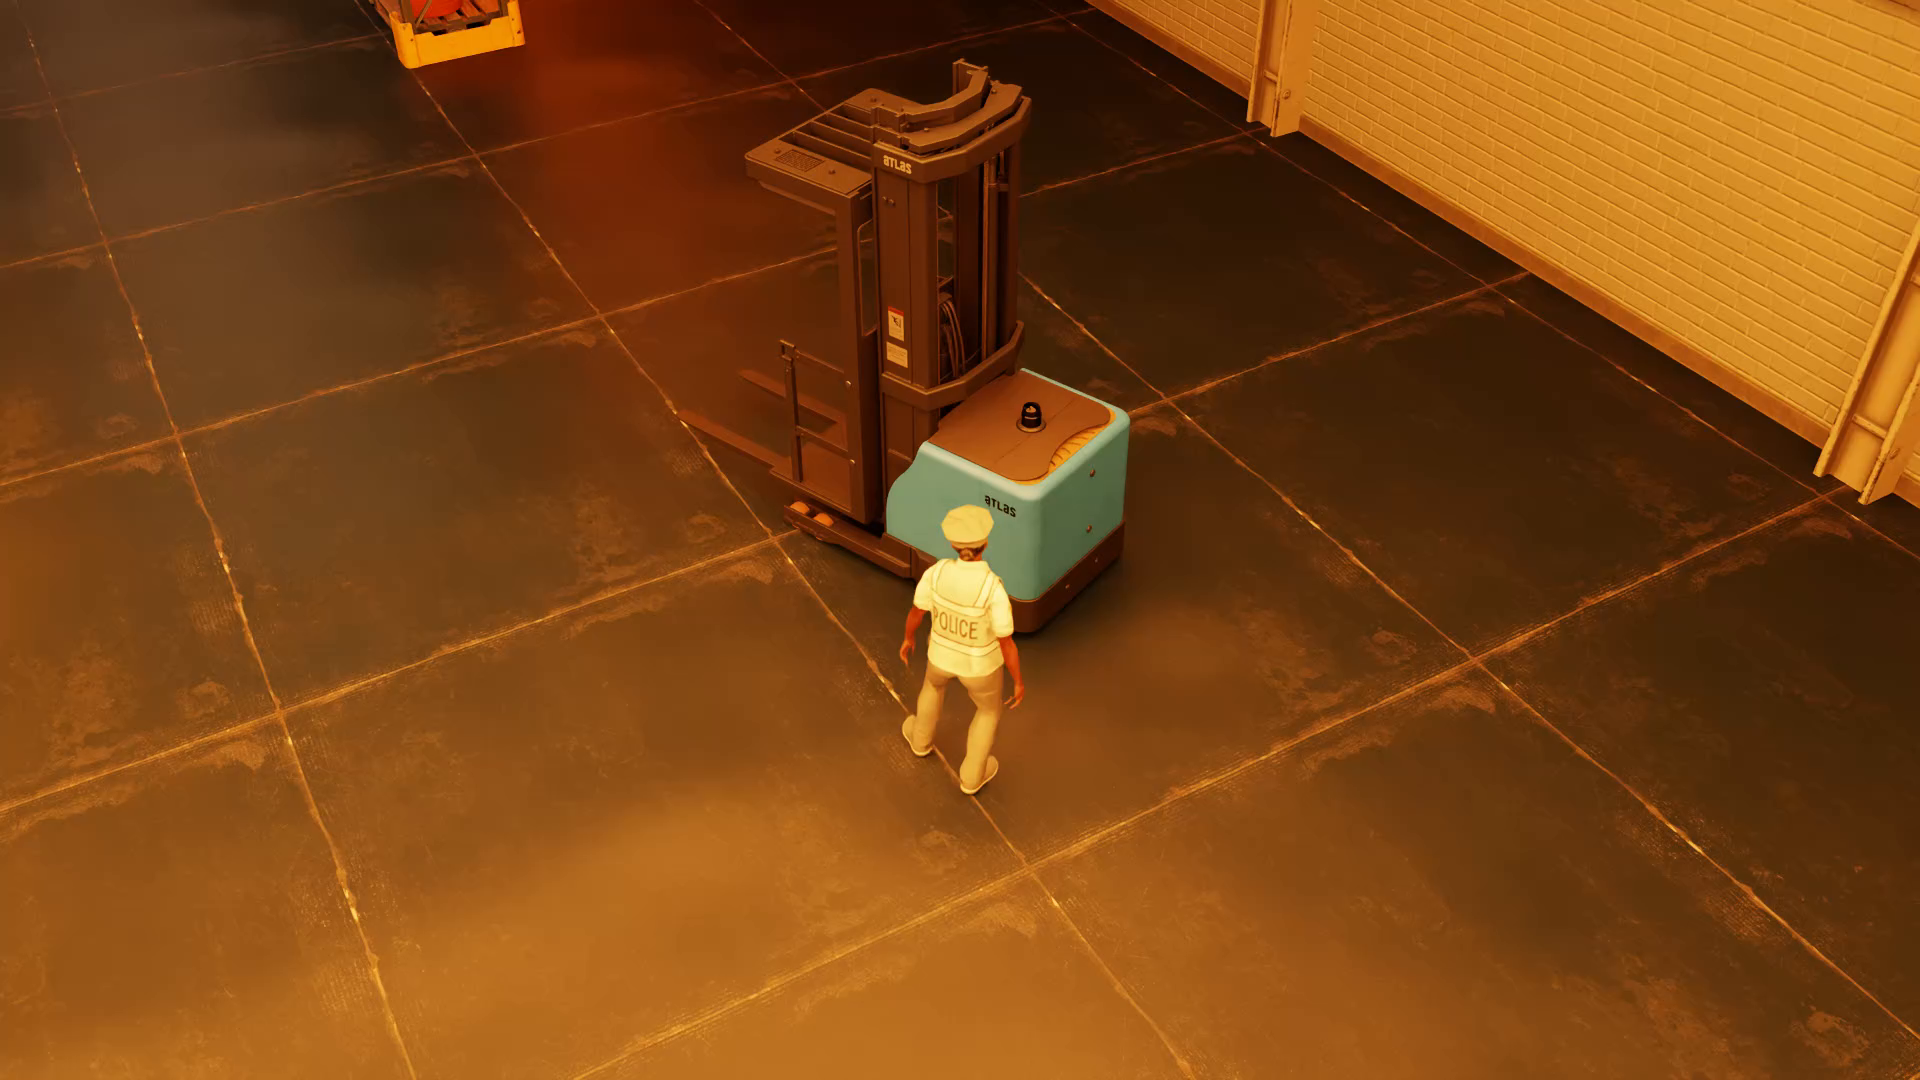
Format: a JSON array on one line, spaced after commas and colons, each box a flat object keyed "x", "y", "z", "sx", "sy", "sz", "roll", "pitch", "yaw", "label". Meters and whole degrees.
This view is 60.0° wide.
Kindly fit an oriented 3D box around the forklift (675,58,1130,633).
[{"x": -0.481, "y": -1.366, "z": 9.683, "sx": 3.031, "sy": 2.935, "sz": 1.130, "roll": 26, "pitch": 46, "yaw": 28, "label": "forklift"}]

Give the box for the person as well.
[{"x": 0.002, "y": 0.565, "z": 8.385, "sx": 0.788, "sy": 1.632, "sz": 0.393, "roll": 18, "pitch": 43, "yaw": 20, "label": "person"}]
